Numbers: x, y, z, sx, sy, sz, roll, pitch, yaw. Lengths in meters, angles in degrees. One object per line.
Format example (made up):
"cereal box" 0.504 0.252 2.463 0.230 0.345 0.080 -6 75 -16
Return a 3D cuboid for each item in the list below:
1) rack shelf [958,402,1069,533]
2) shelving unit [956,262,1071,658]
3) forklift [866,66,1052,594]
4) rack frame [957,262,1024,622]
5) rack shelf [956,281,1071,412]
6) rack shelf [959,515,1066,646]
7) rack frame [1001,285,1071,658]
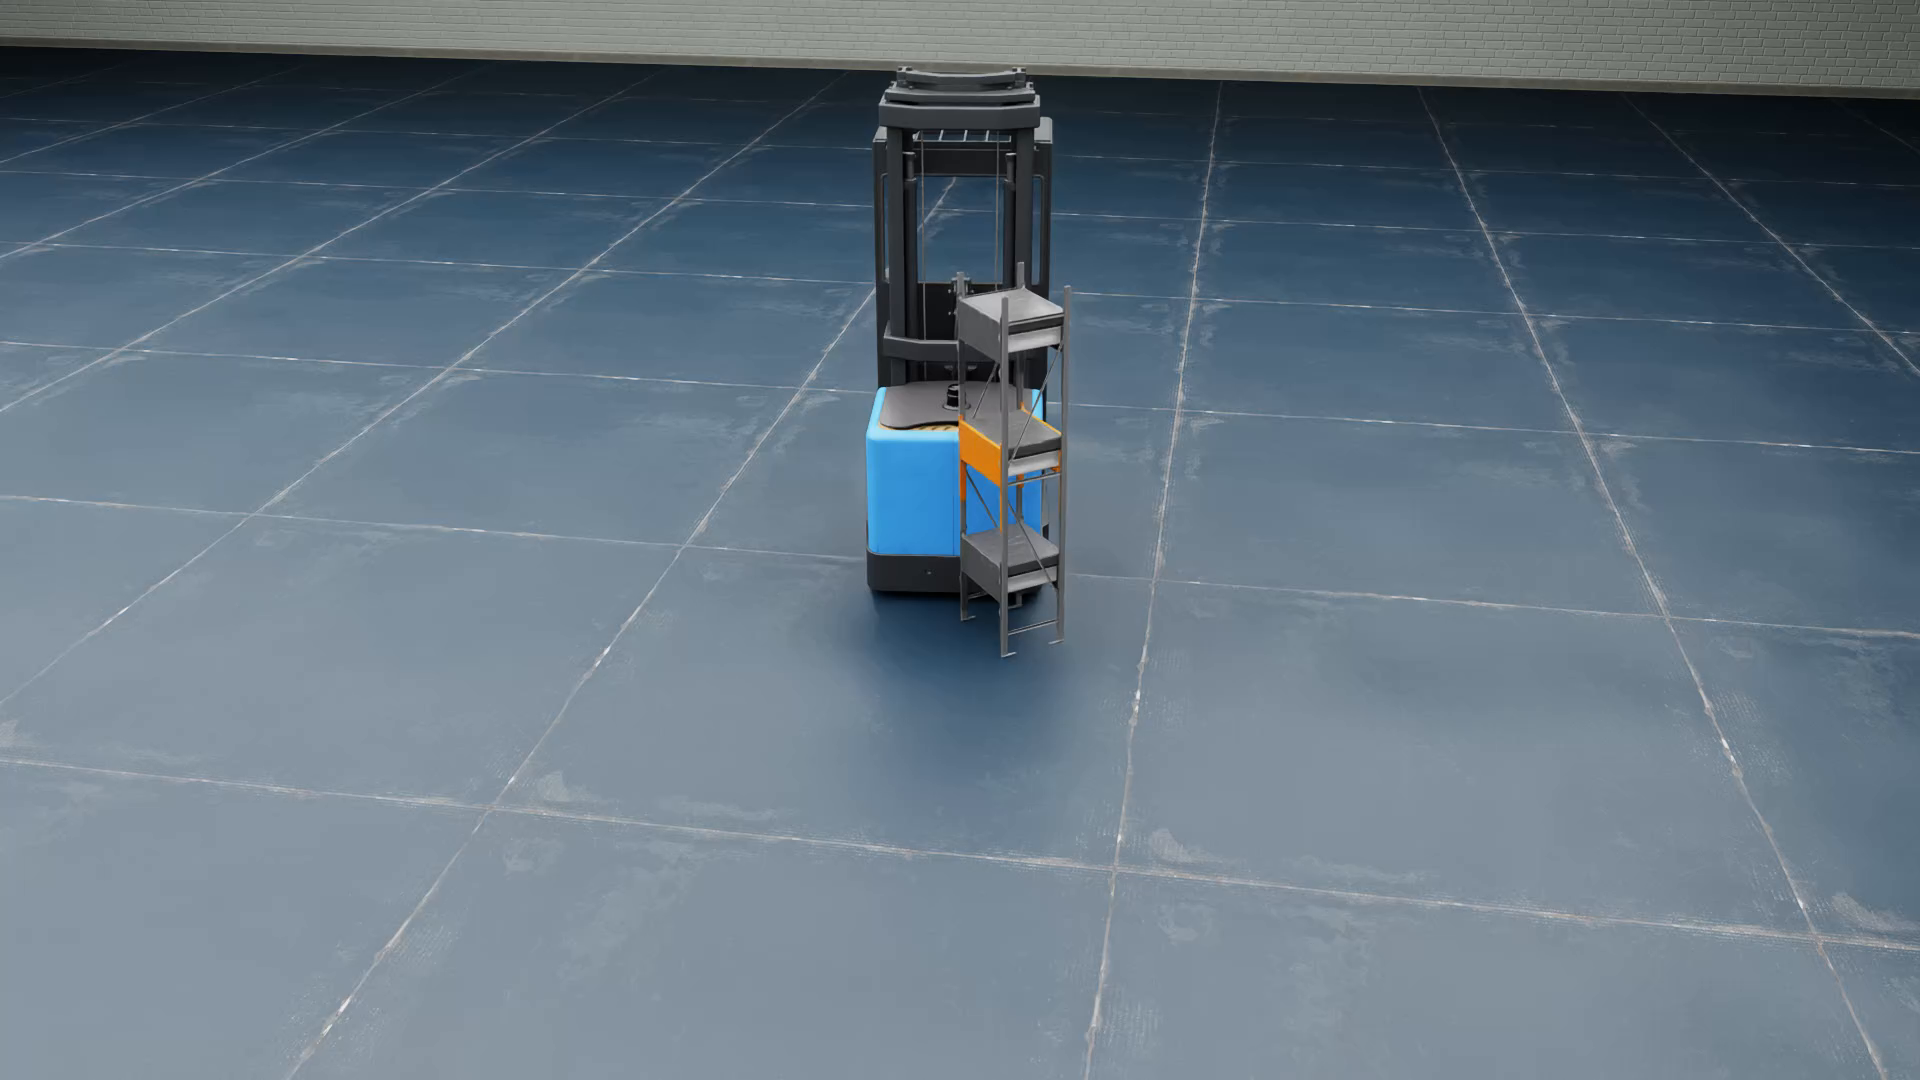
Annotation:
"rack shelf" 0.288 -0.407 9.162 0.431 0.518 0.480 -13 28 -24
"shelving unit" 0.288 -0.419 9.157 0.431 2.100 0.503 -13 28 -24
"forklift" 0.027 -1.591 10.692 1.130 2.935 3.031 1 25 2
"rack frame" 0.176 -0.512 9.352 0.400 2.100 0.015 -13 28 -24
"rack shelf" 0.281 -1.037 8.858 0.431 0.518 0.480 -13 28 -24
"rack shelf" 0.295 0.224 9.467 0.431 0.518 0.480 -13 28 -24
"rack frame" 0.401 -0.326 8.961 0.400 2.100 0.015 -13 28 -24
